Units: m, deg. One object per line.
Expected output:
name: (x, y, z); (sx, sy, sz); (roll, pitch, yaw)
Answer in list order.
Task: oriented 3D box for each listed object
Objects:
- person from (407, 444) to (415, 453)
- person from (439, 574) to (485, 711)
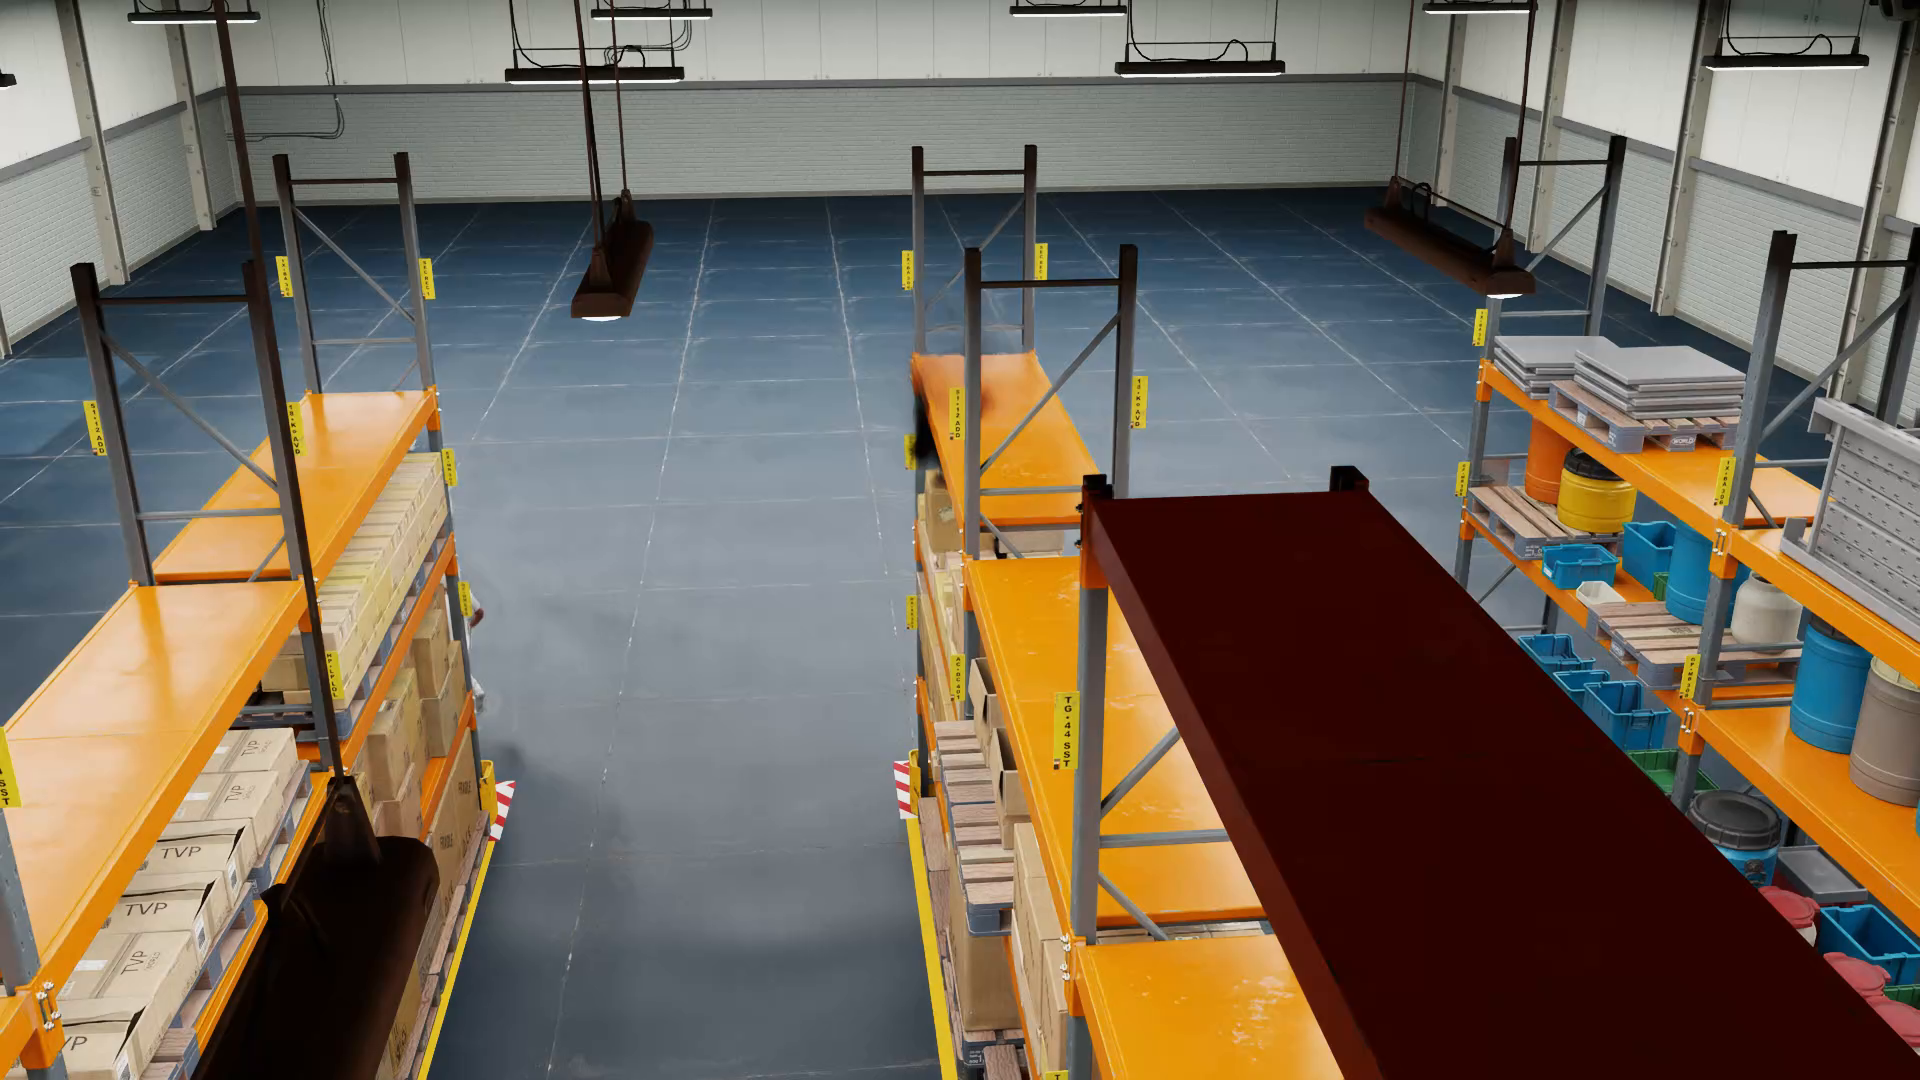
person: (-6.731, -0.425, 20.446); (0.784, 1.705, 0.640); (11, 24, 26)
person: (-5.108, 1.057, 16.626); (0.599, 1.735, 0.687); (16, 27, 35)
